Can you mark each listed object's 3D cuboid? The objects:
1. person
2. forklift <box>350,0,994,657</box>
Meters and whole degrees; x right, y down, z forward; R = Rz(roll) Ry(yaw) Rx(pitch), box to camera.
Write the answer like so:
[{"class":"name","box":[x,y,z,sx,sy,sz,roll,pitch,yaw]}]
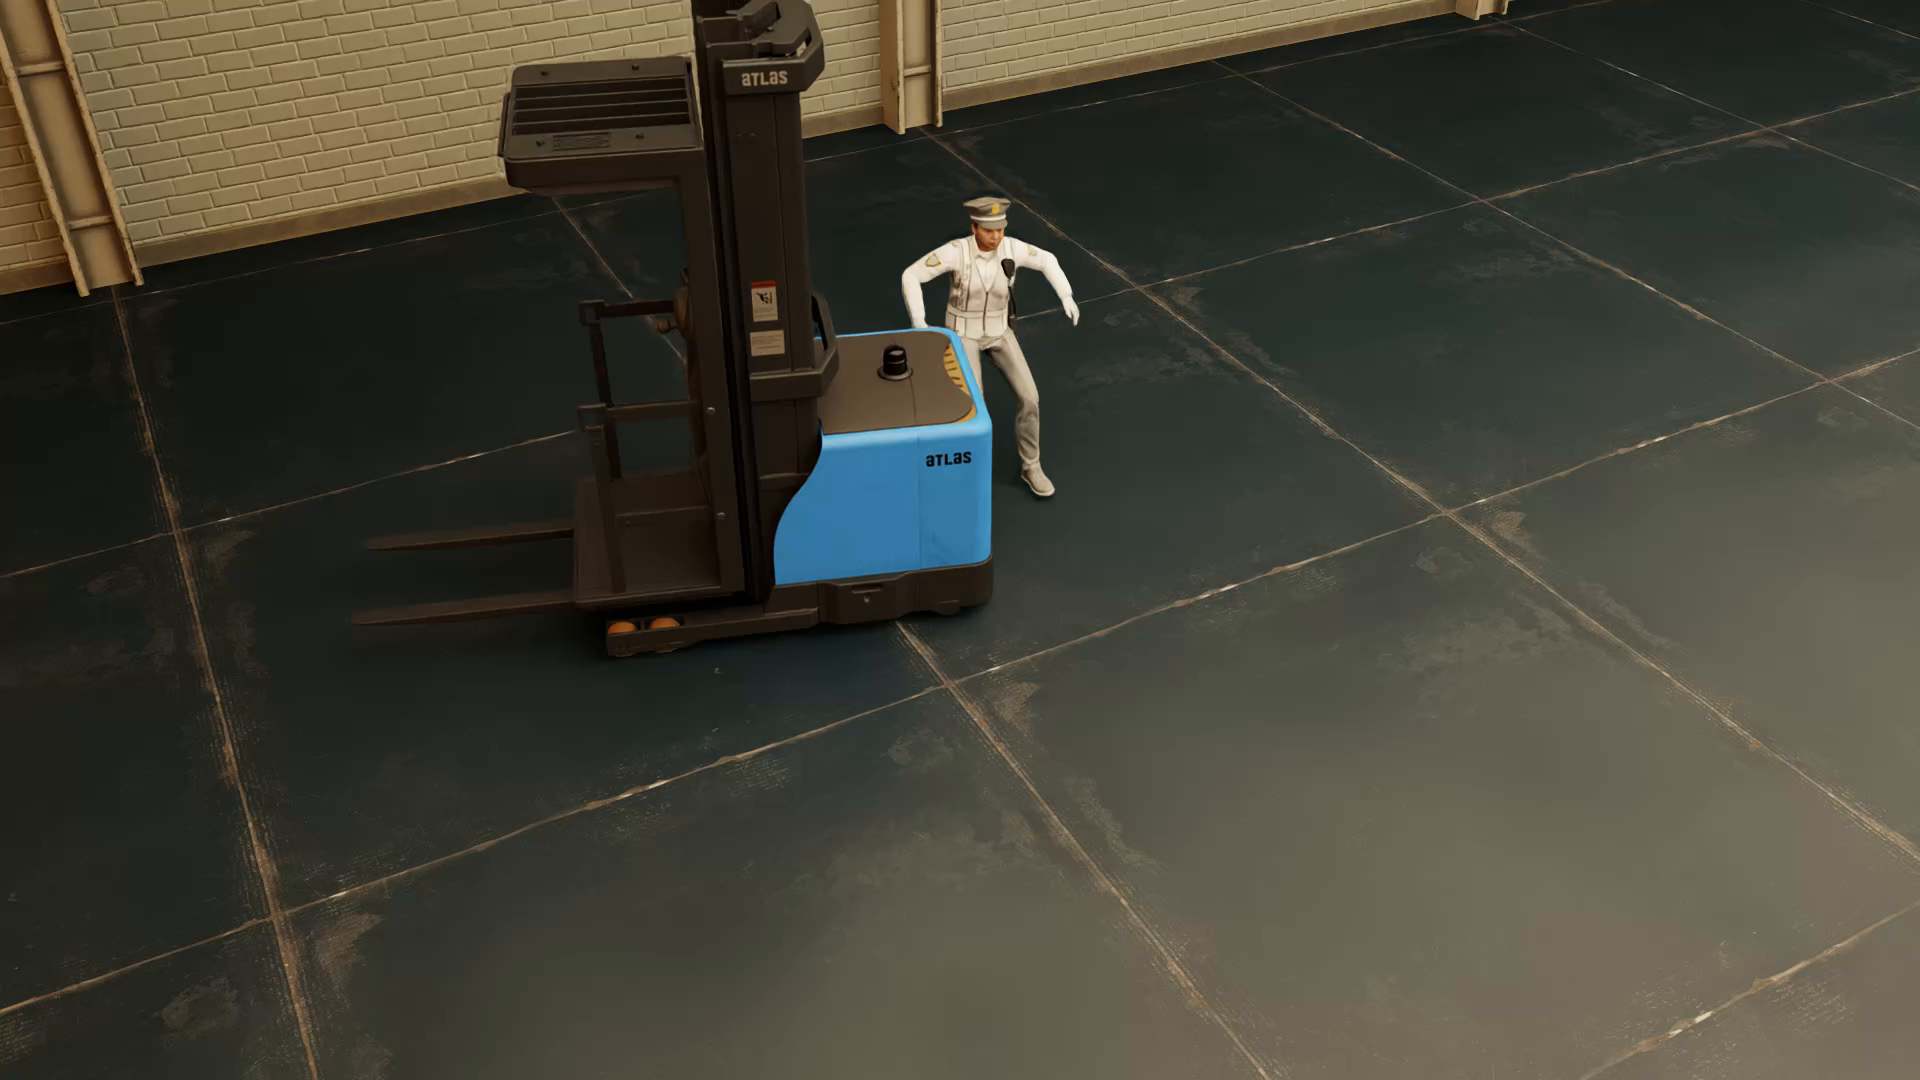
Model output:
[{"class":"person","box":[0.197,-1.020,8.746,0.950,1.560,0.726,-9,36,-13]},{"class":"forklift","box":[-1.405,-0.973,7.499,3.031,2.935,1.130,-6,36,-8]}]
